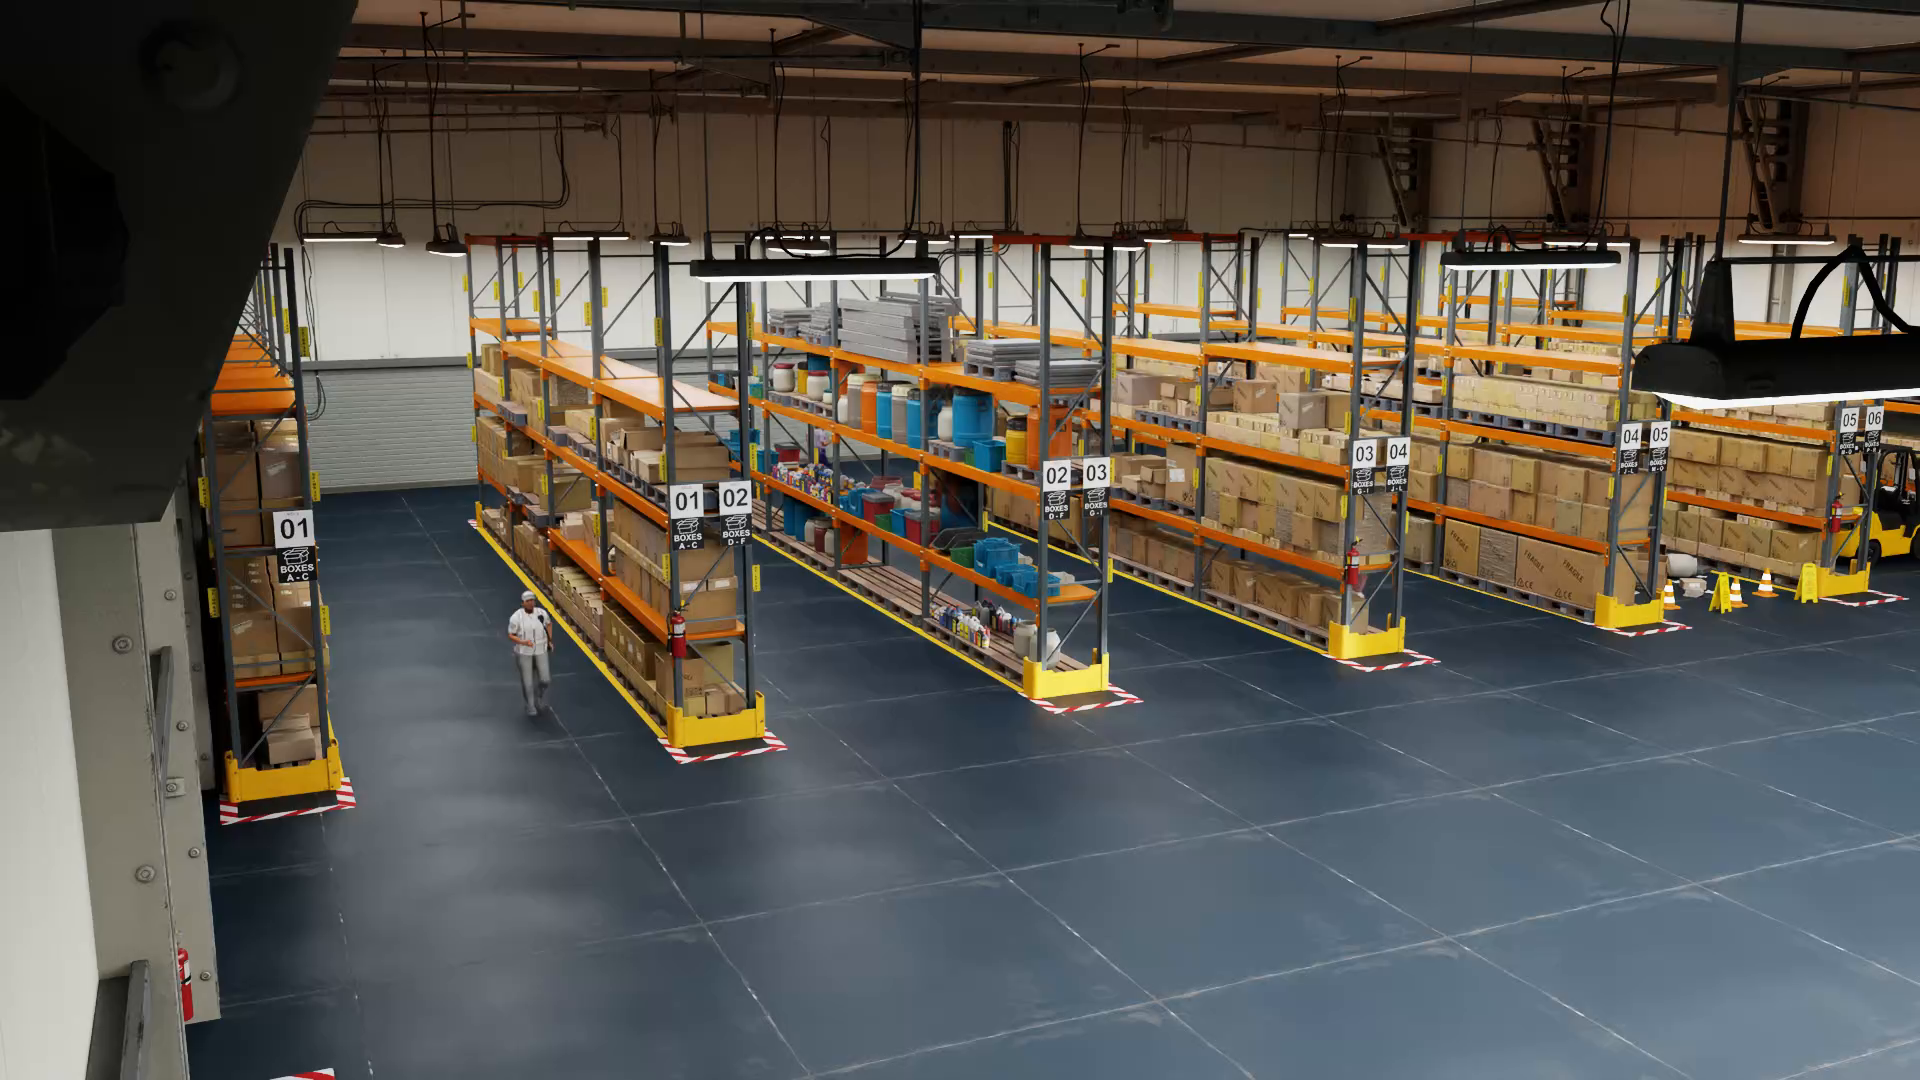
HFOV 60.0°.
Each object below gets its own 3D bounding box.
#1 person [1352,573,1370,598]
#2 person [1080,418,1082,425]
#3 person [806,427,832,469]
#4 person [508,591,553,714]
[{"bbox_3d":[6.756,0.160,28.225,0.575,1.605,0.744,-9,14,-38],"label":"person"},{"bbox_3d":[2.893,-2.032,39.040,0.738,1.765,0.763,-2,11,-11],"label":"person"},{"bbox_3d":[-3.374,-2.008,39.025,0.878,1.597,0.610,-4,12,-18],"label":"person"},{"bbox_3d":[-5.471,1.456,21.325,0.591,1.629,0.577,-5,12,-24],"label":"person"}]
